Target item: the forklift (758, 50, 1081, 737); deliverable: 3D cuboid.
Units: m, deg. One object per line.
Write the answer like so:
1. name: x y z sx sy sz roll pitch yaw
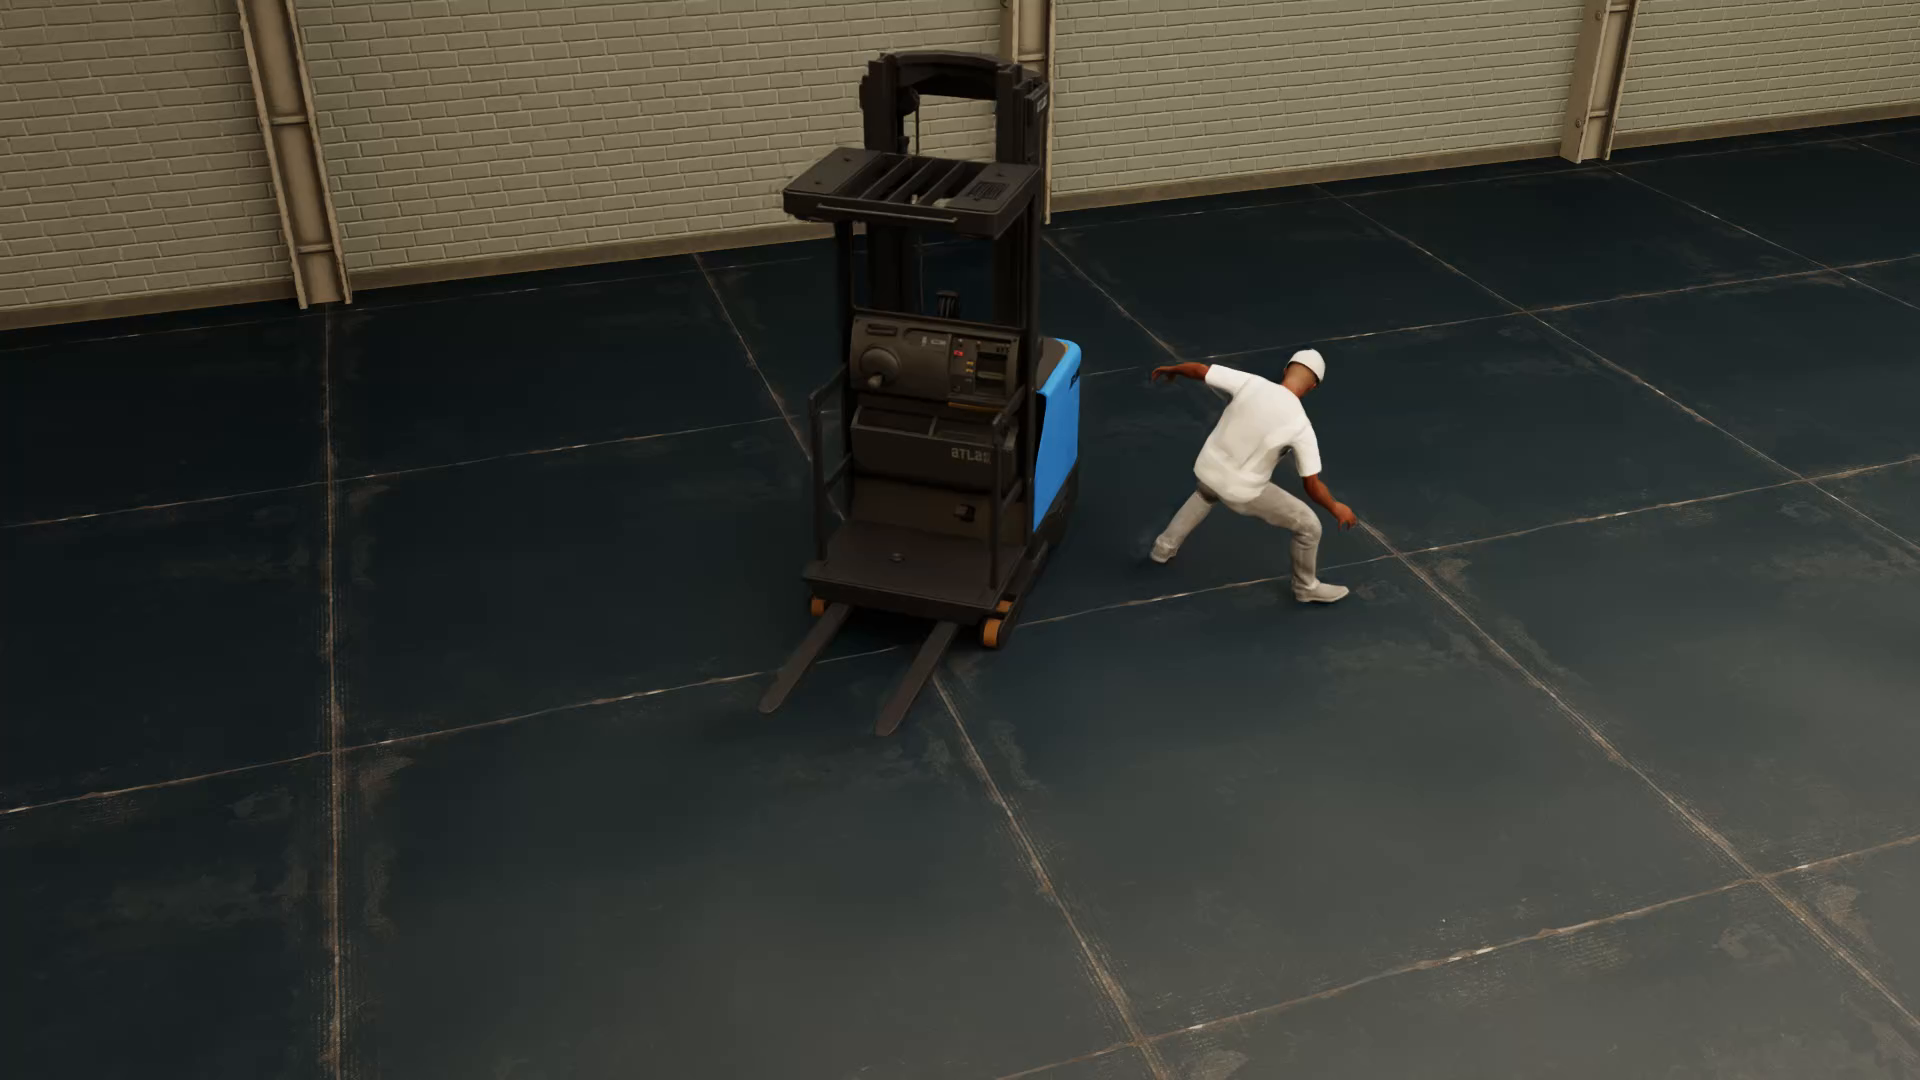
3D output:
1. forklift: -0.203 -0.907 8.663 1.130 2.935 3.031 9 31 16

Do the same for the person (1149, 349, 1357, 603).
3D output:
1. person: 1.558 -0.386 9.240 0.726 1.480 1.227 -21 36 -32
